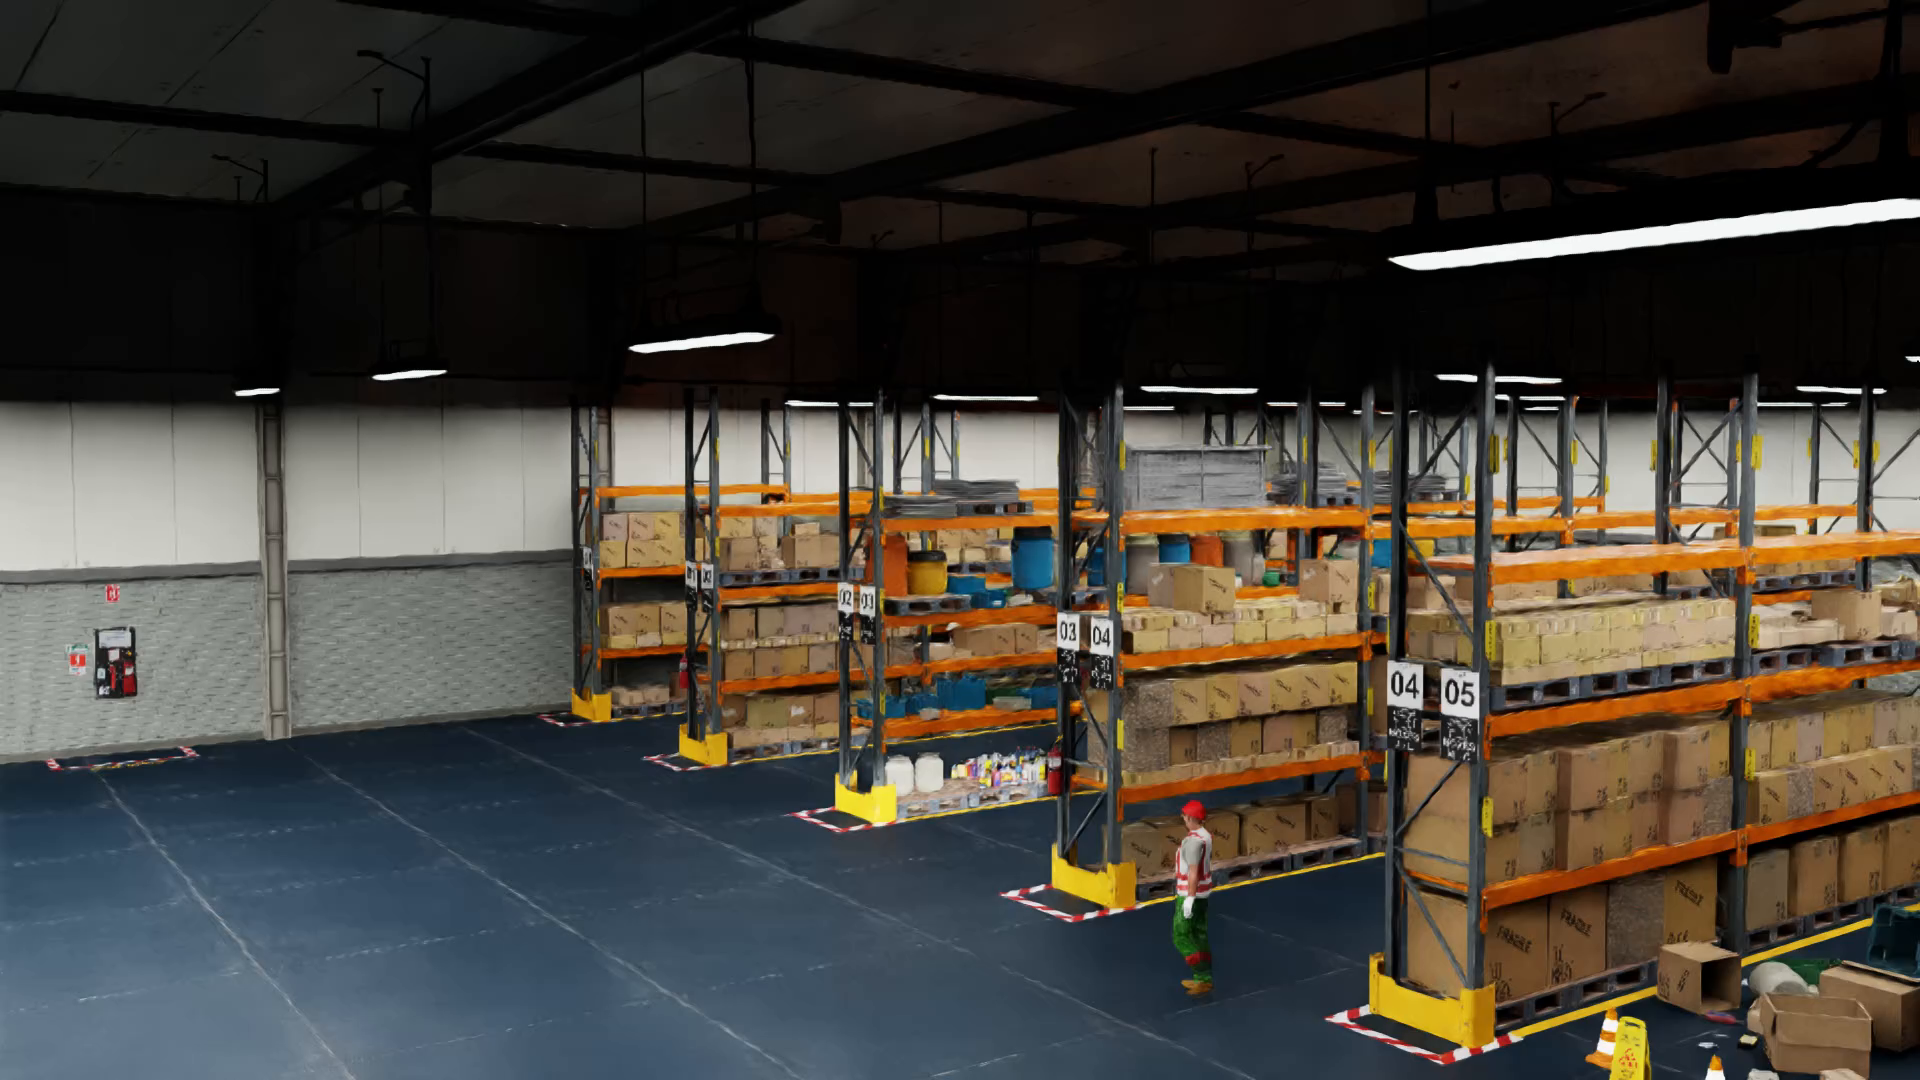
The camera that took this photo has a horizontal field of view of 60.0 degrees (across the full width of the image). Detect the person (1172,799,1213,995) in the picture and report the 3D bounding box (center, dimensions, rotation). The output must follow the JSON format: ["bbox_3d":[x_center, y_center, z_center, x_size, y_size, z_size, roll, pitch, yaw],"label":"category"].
[{"bbox_3d":[2.209,3.327,15.539,0.384,1.783,0.632,1,4,23],"label":"person"}]

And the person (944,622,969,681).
[{"bbox_3d":[-0.088,2.400,31.642,1.115,1.685,0.580,-2,4,-32],"label":"person"}]
